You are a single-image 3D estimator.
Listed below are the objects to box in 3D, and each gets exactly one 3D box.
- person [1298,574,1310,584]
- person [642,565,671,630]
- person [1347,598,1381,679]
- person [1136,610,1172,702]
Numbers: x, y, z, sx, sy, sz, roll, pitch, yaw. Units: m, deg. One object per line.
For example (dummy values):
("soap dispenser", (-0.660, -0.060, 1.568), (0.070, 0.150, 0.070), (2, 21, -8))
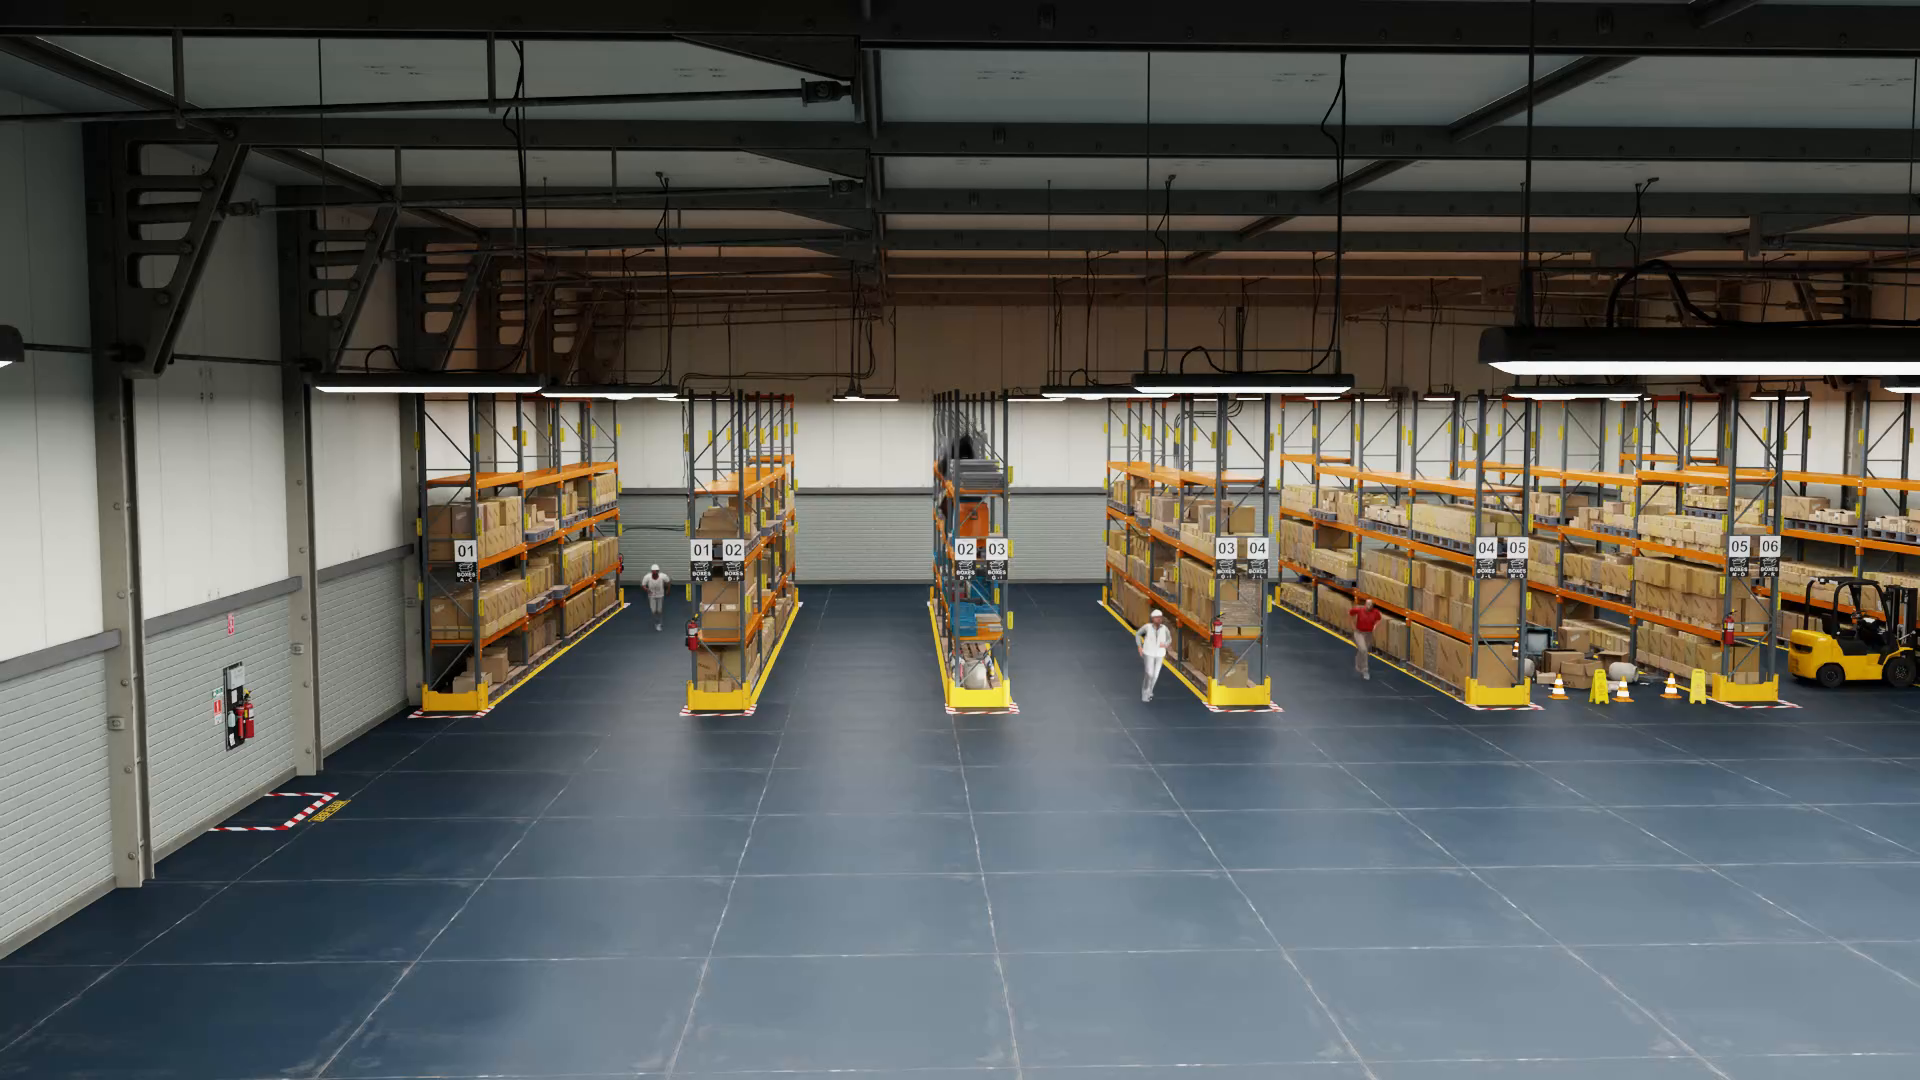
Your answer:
("person", (10.239, 0.941, 49.065), (0.518, 1.587, 0.657), (4, 6, 43))
("person", (-7.706, 1.455, 42.202), (0.690, 1.684, 0.737), (0, 5, -4))
("person", (8.503, 2.055, 35.101), (0.681, 1.751, 0.946), (0, 5, -6))
("person", (3.756, 2.254, 32.158), (0.676, 1.838, 0.659), (-1, 5, -8))
